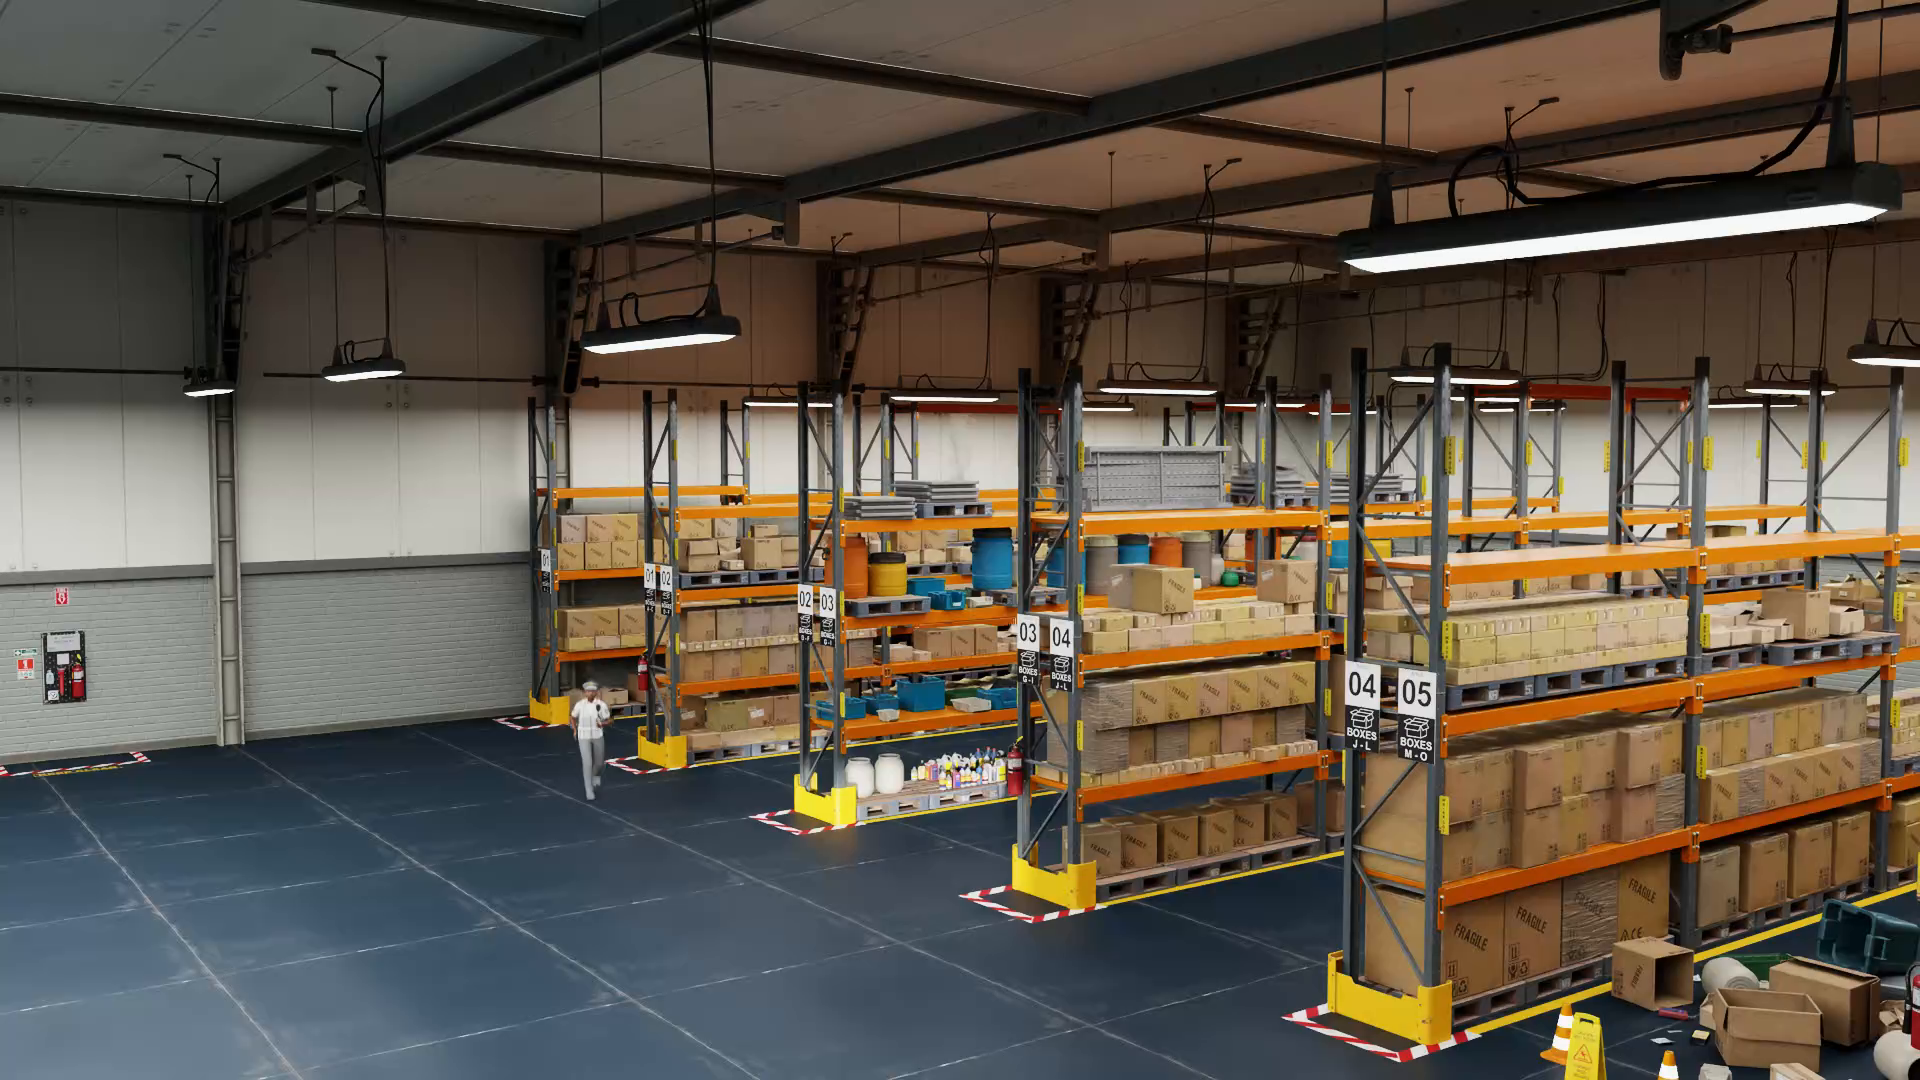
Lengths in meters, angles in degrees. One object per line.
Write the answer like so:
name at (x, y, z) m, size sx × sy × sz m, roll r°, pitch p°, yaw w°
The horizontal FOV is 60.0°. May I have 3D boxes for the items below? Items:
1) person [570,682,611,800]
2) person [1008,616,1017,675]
person at (-5.380, 2.885, 24.238) m, size 0.587 × 1.672 × 0.878 m, roll -1°, pitch 4°, yaw -16°
person at (1.170, 2.313, 33.238) m, size 0.762 × 1.840 × 0.642 m, roll -3°, pitch 4°, yaw -38°
